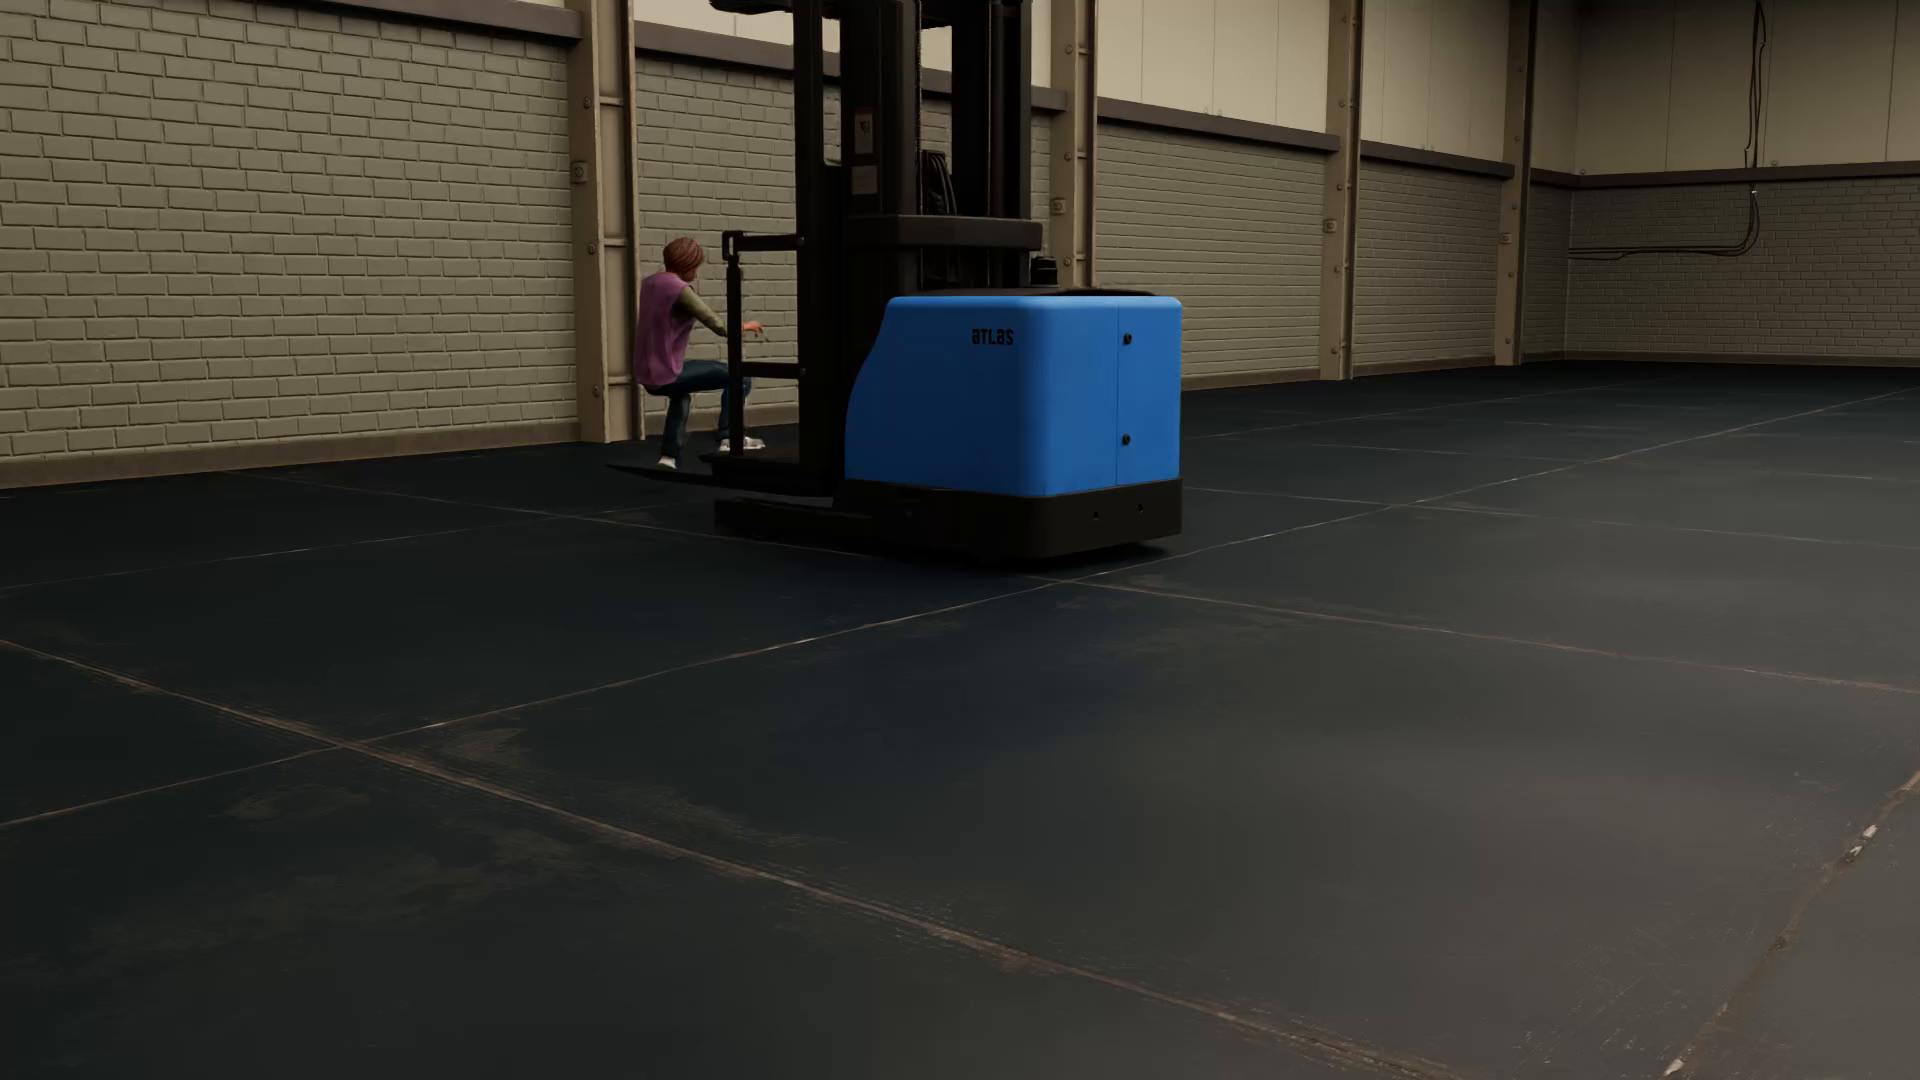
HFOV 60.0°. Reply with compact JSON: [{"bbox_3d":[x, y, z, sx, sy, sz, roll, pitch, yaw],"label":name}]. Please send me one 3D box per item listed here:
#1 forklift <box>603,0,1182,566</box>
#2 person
[{"bbox_3d":[-0.483,-1.504,7.561,3.031,2.935,1.130,7,11,42],"label":"forklift"},{"bbox_3d":[-1.460,-0.986,9.237,0.685,1.364,0.850,-7,11,-40],"label":"person"}]
